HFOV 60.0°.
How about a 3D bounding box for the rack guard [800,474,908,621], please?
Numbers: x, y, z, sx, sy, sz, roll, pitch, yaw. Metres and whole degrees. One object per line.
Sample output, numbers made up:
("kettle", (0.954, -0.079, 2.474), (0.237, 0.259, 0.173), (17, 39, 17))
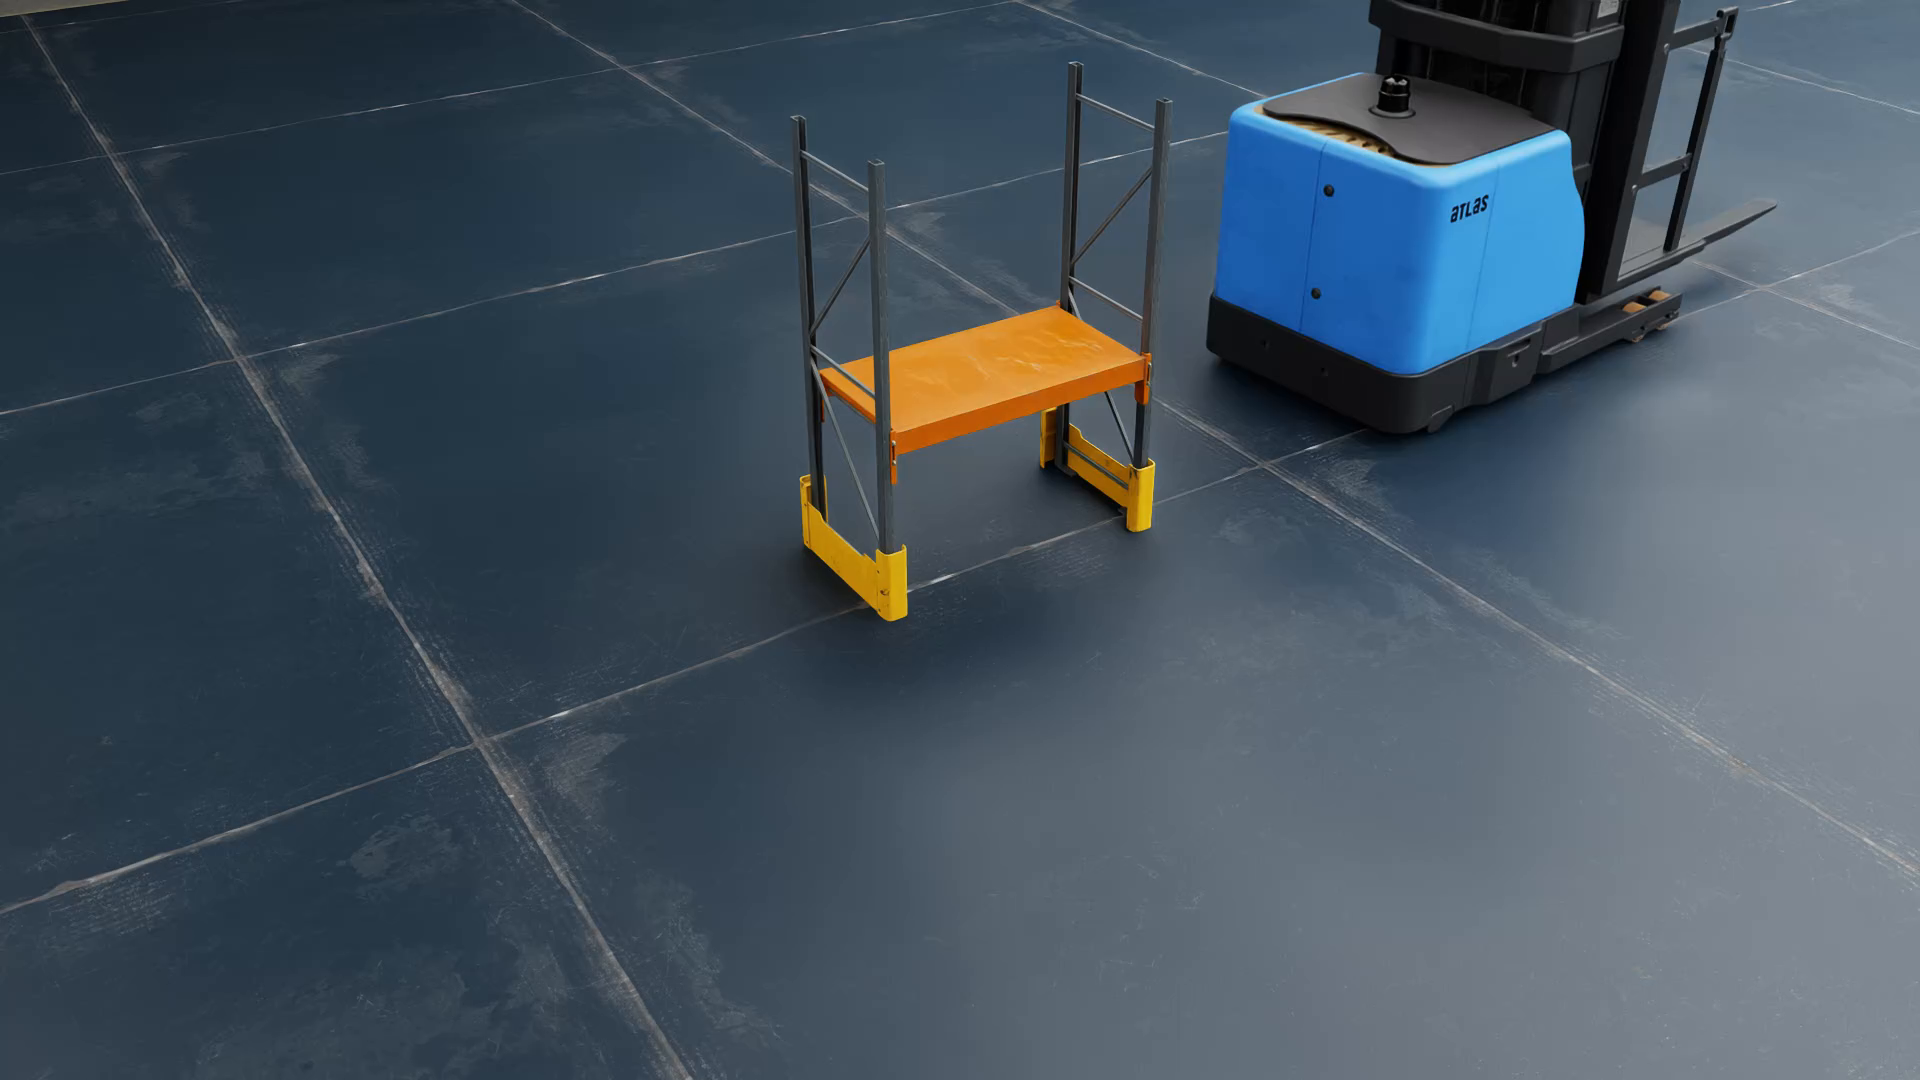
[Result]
("rack guard", (-0.355, 0.016, 5.490), (0.087, 0.250, 0.587), (-19, 37, -27))

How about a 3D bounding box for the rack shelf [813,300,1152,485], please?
("rack shelf", (0.072, -0.507, 5.485), (1.000, 0.185, 0.538), (-19, 37, -27))

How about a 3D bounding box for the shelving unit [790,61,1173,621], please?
("shelving unit", (0.064, -0.656, 5.385), (1.083, 1.500, 0.587), (-19, 37, -27))

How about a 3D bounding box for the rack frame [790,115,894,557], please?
("rack frame", (-0.356, -0.512, 5.156), (0.032, 1.500, 0.500), (-19, 37, -27))

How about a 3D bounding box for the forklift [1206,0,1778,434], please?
("forklift", (2.483, -2.279, 6.615), (3.031, 2.935, 1.130), (-23, 39, -32))

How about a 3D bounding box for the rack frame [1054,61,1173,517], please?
("rack frame", (0.499, -0.806, 5.622), (0.032, 1.500, 0.500), (-19, 37, -27))

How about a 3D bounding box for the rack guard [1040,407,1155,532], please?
("rack guard", (0.483, -0.272, 5.946), (0.087, 0.250, 0.587), (-19, 37, -27))
